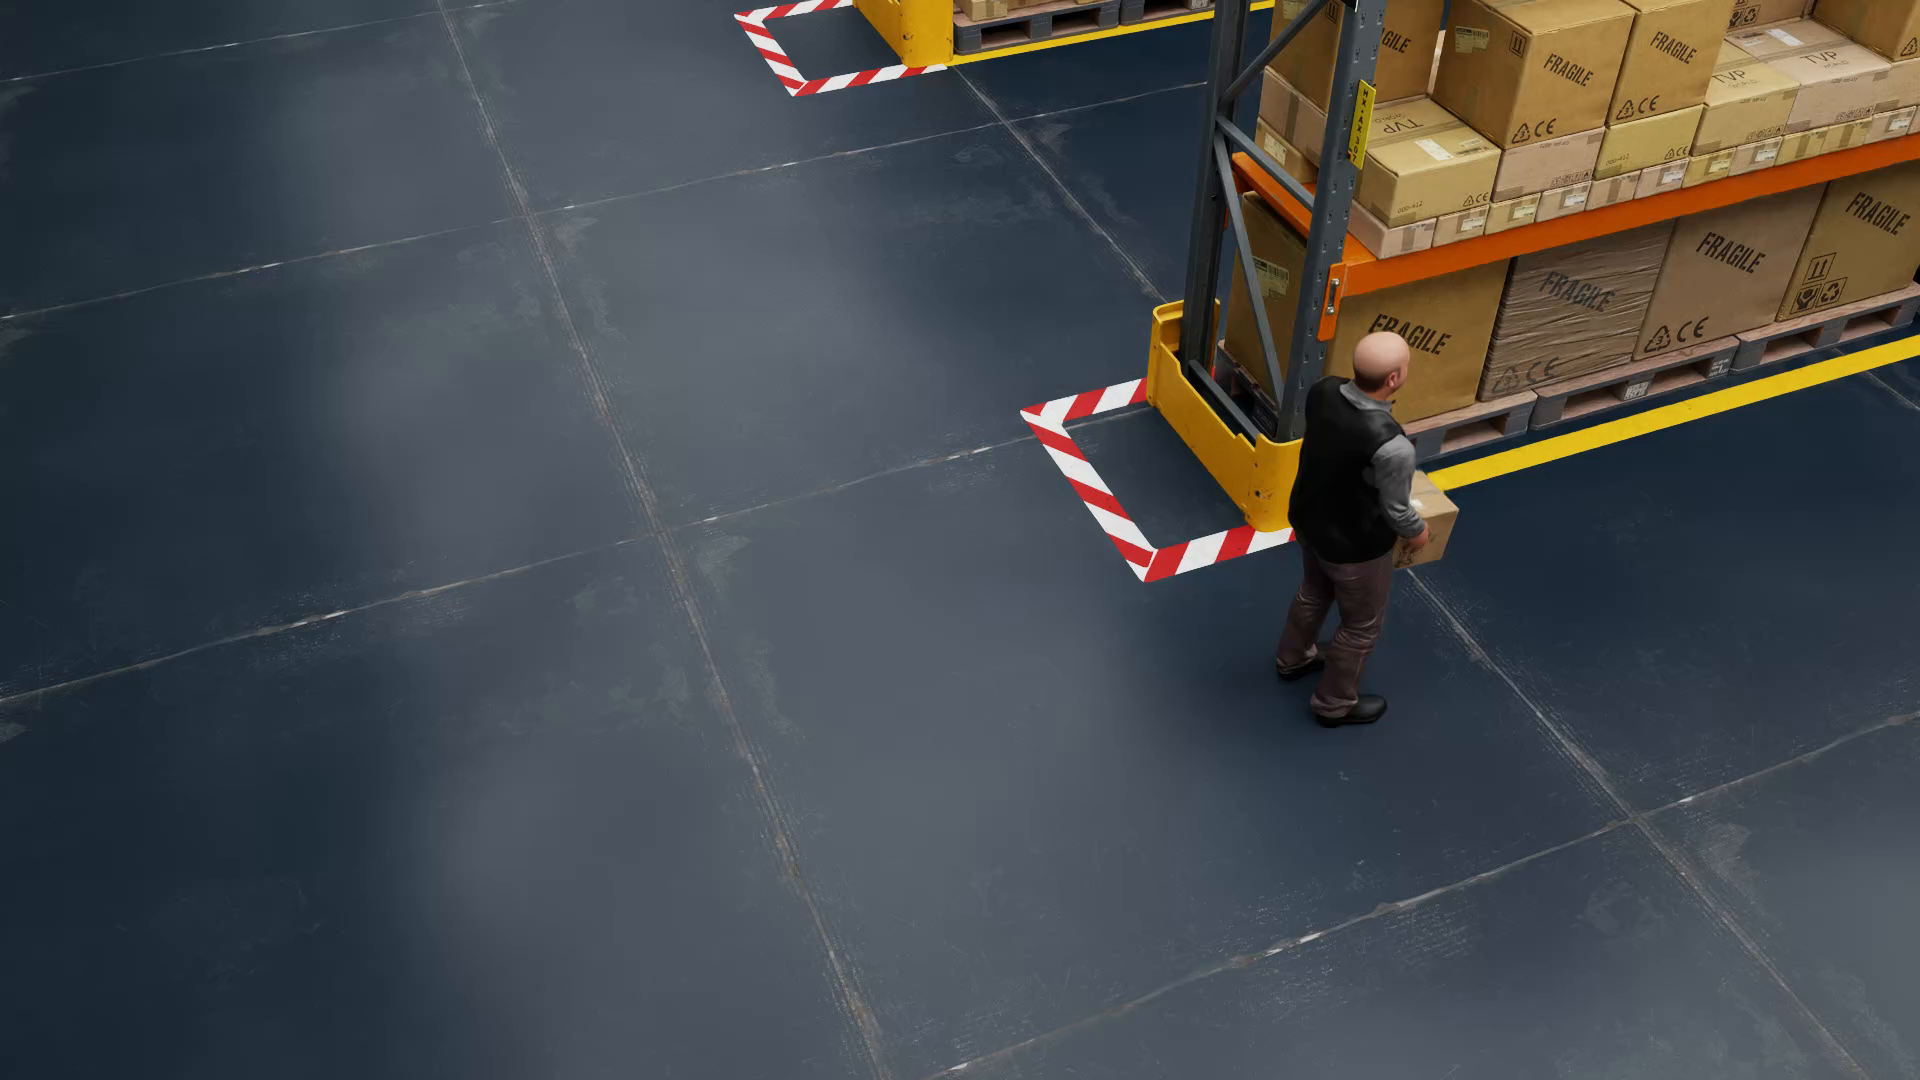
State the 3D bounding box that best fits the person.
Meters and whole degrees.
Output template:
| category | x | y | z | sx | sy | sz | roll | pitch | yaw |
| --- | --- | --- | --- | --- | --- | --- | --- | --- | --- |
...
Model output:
| category | x | y | z | sx | sy | sz | roll | pitch | yaw |
| --- | --- | --- | --- | --- | --- | --- | --- | --- | --- |
| person | 1.474 | -0.049 | 6.228 | 0.482 | 1.728 | 0.544 | -16 | 44 | -17 |
